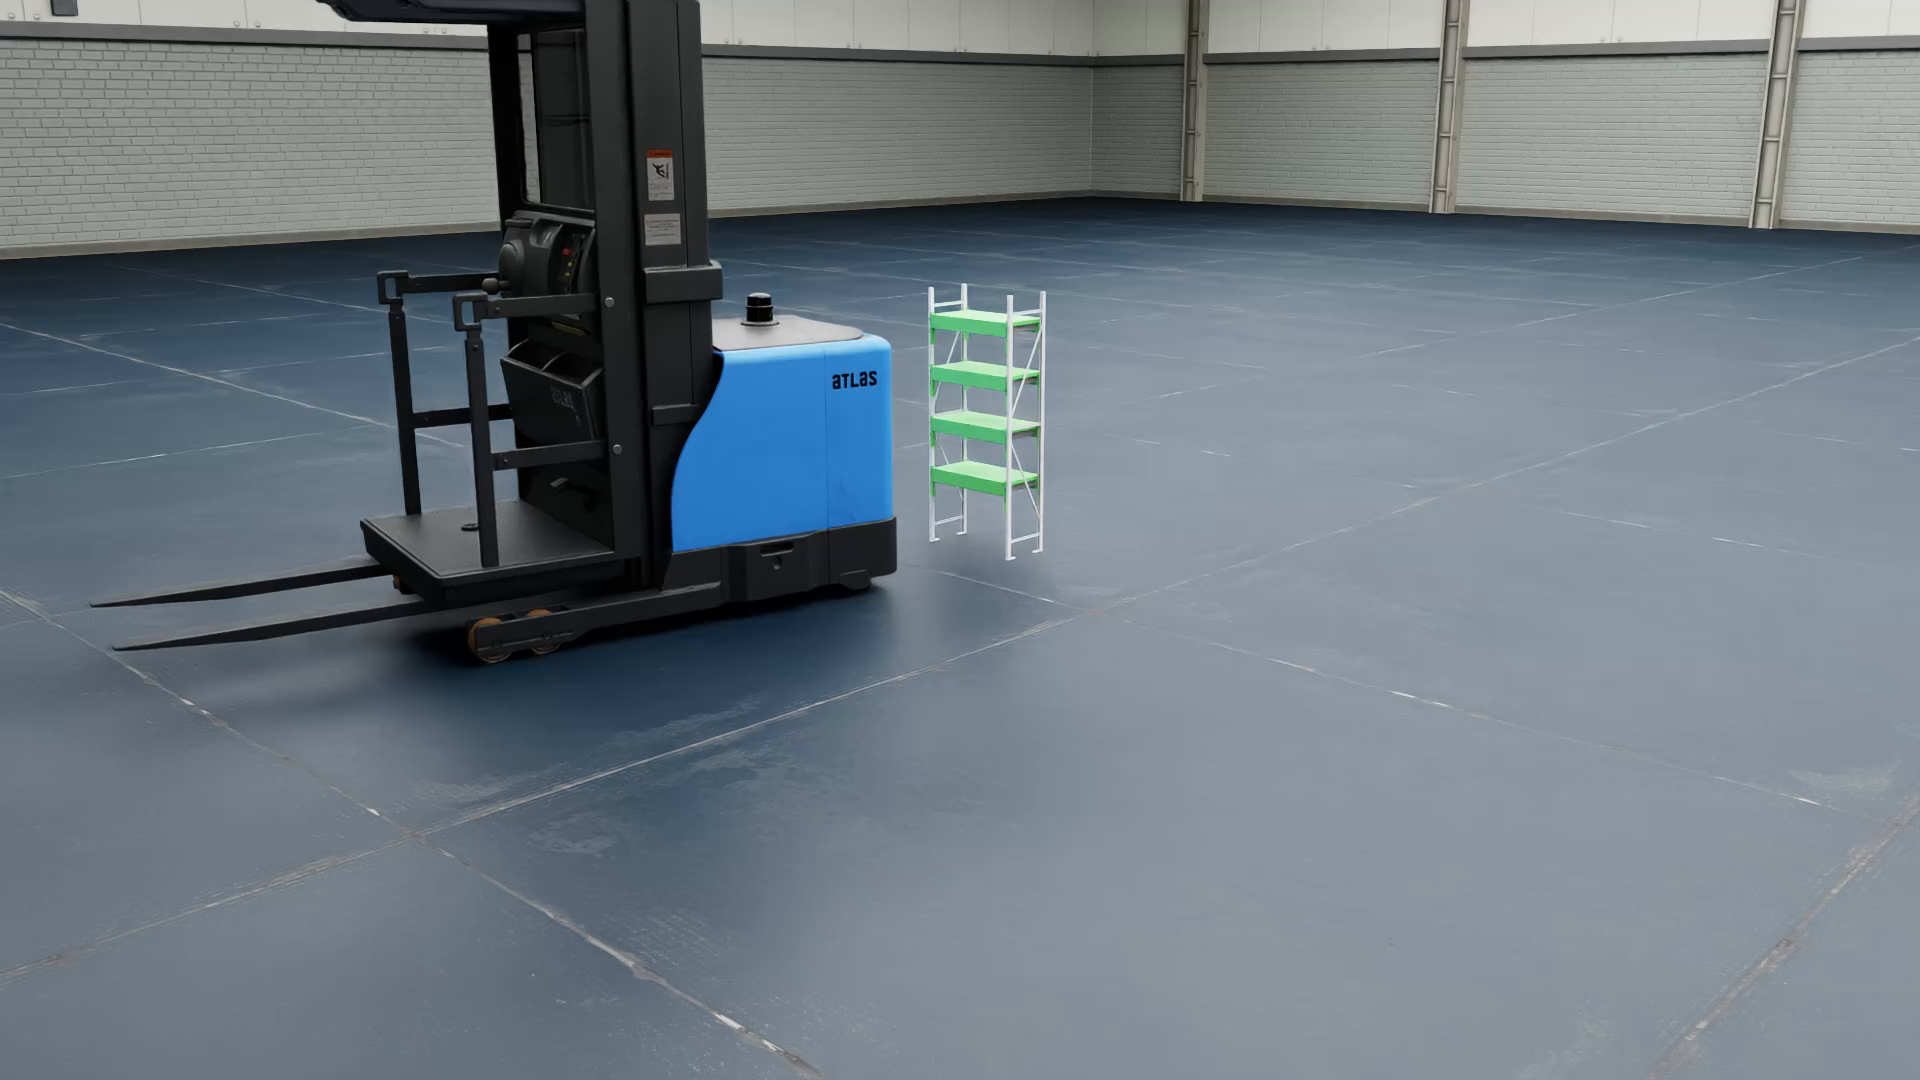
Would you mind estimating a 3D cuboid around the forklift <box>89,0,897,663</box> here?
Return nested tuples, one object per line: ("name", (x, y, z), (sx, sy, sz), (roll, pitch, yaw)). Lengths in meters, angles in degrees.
("forklift", (-1.783, -1.113, 6.390), (3.031, 2.935, 1.130), (-9, 17, -32))

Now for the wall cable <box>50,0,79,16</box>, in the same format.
("wall cable", (-11.398, -10.184, 22.427), (0.169, 6.003, 2.305), (14, 20, 42))

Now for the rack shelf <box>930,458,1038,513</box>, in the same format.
("rack shelf", (0.119, -0.258, 7.746), (0.480, 0.148, 0.258), (14, 20, 42))

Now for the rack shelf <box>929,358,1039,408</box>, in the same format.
("rack shelf", (0.119, -0.722, 7.625), (0.480, 0.148, 0.258), (14, 20, 42))

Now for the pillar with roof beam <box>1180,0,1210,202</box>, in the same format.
("pillar with roof beam", (2.080, -10.999, 32.297), (0.400, 9.000, 9.100), (14, 20, 42))

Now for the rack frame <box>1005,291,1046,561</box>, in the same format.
("rack frame", (0.295, -0.509, 7.506), (0.015, 1.200, 0.240), (14, 20, 42))

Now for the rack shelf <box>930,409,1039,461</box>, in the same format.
("rack shelf", (0.119, -0.490, 7.686), (0.480, 0.148, 0.258), (14, 20, 42))

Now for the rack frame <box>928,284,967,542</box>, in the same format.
("rack frame", (-0.056, -0.594, 7.833), (0.015, 1.200, 0.240), (14, 20, 42))

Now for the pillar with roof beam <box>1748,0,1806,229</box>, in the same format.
("pillar with roof beam", (10.719, -8.899, 24.237), (0.400, 9.000, 9.100), (14, 20, 42))

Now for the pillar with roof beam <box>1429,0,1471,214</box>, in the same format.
("pillar with roof beam", (6.400, -9.949, 28.267), (0.400, 9.000, 9.100), (14, 20, 42))

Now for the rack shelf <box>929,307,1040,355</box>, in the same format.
("rack shelf", (0.119, -0.954, 7.565), (0.480, 0.148, 0.258), (14, 20, 42))

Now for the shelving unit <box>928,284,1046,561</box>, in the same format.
("shelving unit", (0.119, -0.552, 7.670), (0.503, 1.200, 0.258), (14, 20, 42))
